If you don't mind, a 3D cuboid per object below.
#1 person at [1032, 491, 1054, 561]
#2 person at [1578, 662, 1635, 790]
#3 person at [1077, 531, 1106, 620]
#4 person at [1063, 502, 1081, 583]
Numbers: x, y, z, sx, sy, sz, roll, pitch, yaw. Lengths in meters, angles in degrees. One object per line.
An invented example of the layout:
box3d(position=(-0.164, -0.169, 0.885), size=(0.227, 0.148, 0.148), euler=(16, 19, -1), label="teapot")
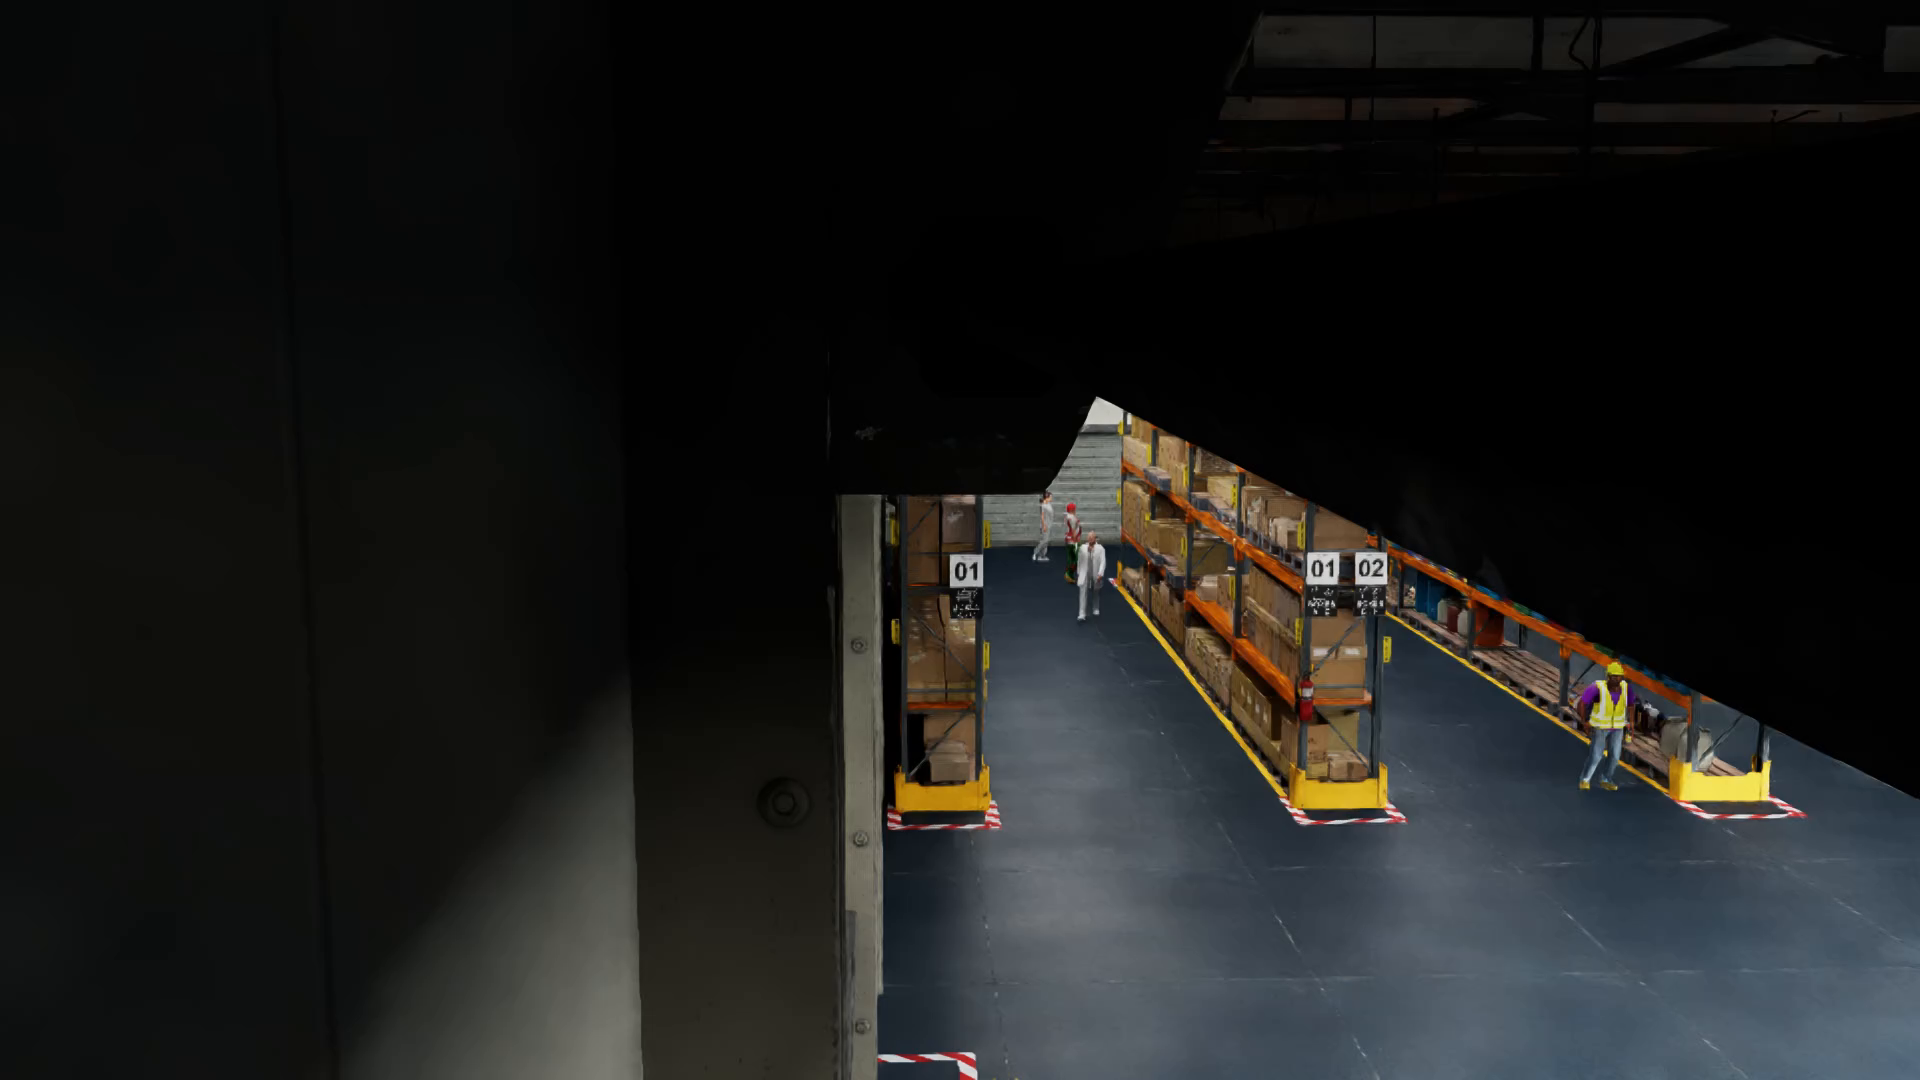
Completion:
box3d(position=(1.963, -0.332, 39.544), size=(0.449, 1.667, 0.623), euler=(4, 9, 27), label="person")
box3d(position=(8.253, 2.378, 21.218), size=(0.719, 1.713, 0.578), euler=(0, 8, -2), label="person")
box3d(position=(2.570, 0.678, 32.516), size=(0.575, 1.714, 1.104), euler=(1, 8, 7), label="person")
box3d(position=(2.464, 0.071, 36.510), size=(0.425, 1.779, 0.598), euler=(-3, 9, -17), label="person")
